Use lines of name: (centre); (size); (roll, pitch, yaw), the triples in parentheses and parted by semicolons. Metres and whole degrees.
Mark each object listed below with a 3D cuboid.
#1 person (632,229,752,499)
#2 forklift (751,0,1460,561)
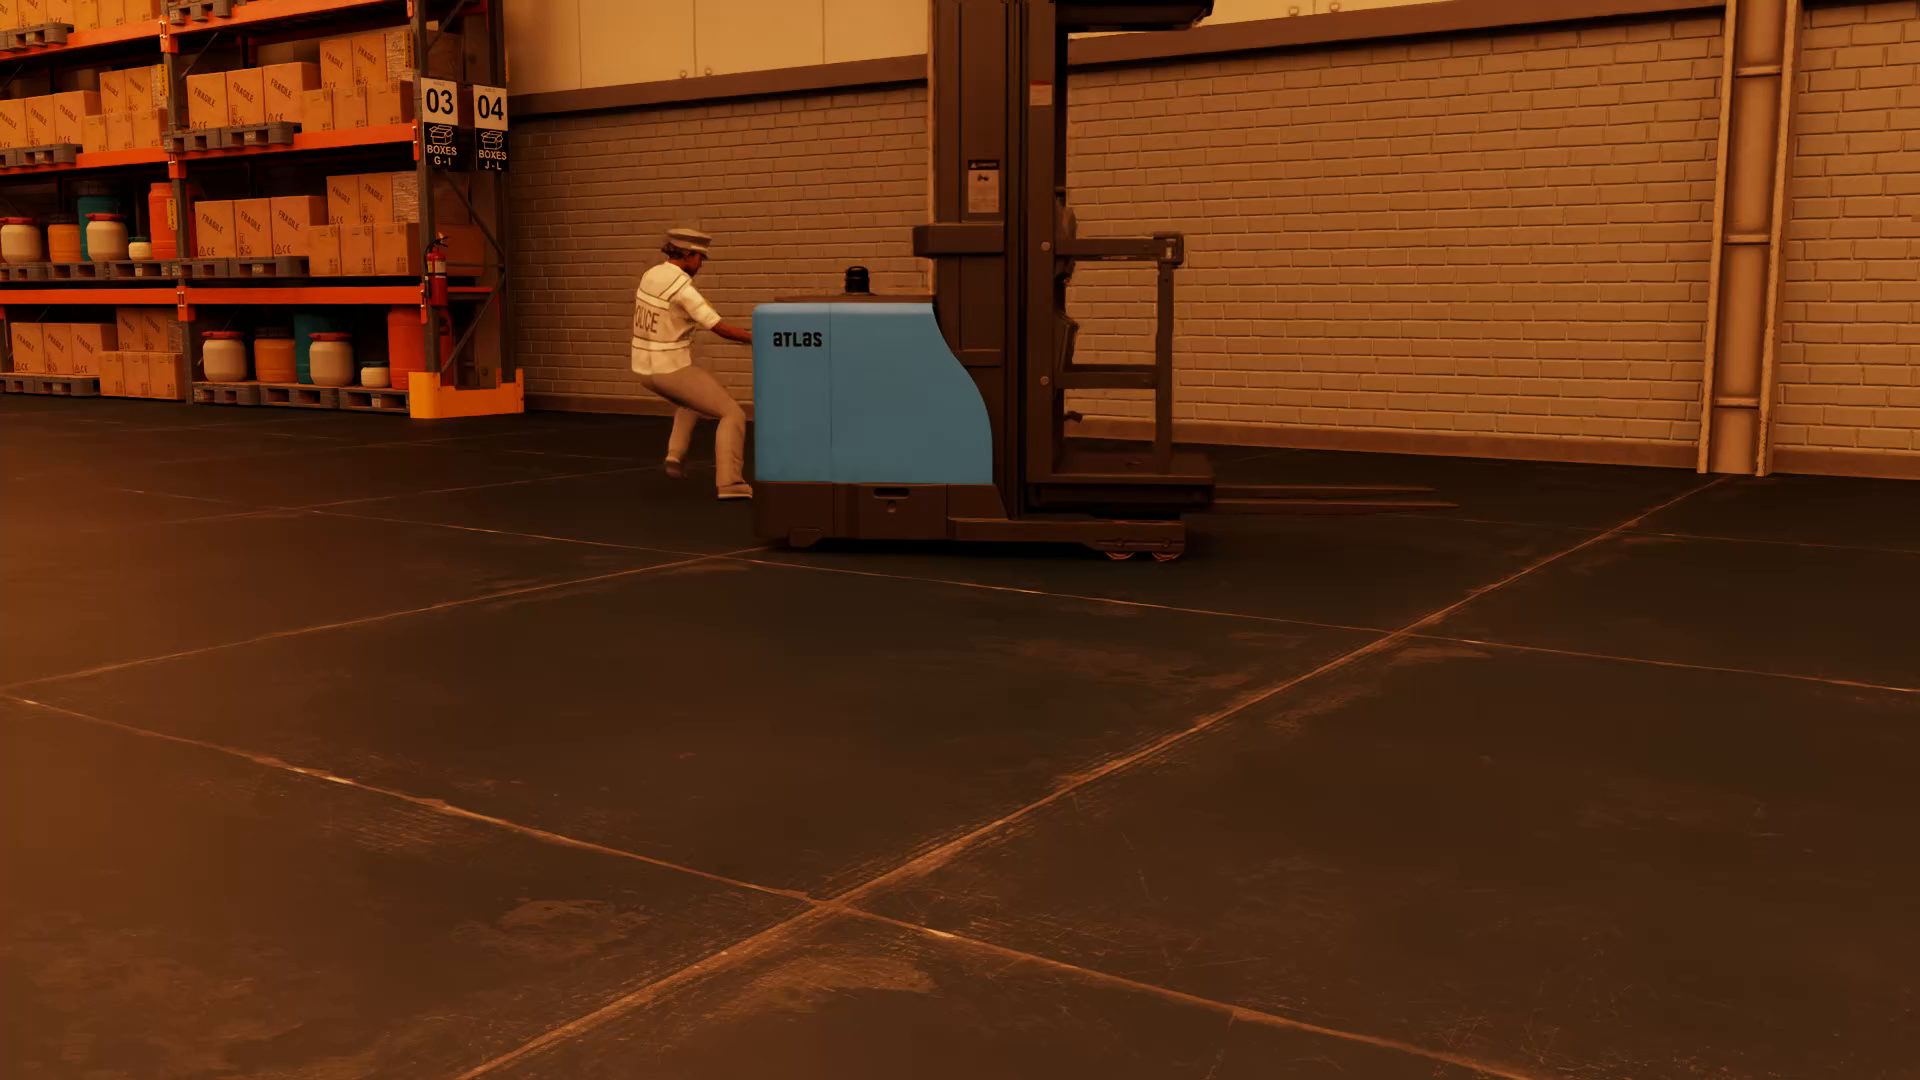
person: (-1.456, -0.999, 9.372); (0.725, 1.475, 0.842); (-7, 11, -40)
forklift: (0.644, -1.443, 7.341); (3.031, 2.935, 1.130); (1, 8, 6)
